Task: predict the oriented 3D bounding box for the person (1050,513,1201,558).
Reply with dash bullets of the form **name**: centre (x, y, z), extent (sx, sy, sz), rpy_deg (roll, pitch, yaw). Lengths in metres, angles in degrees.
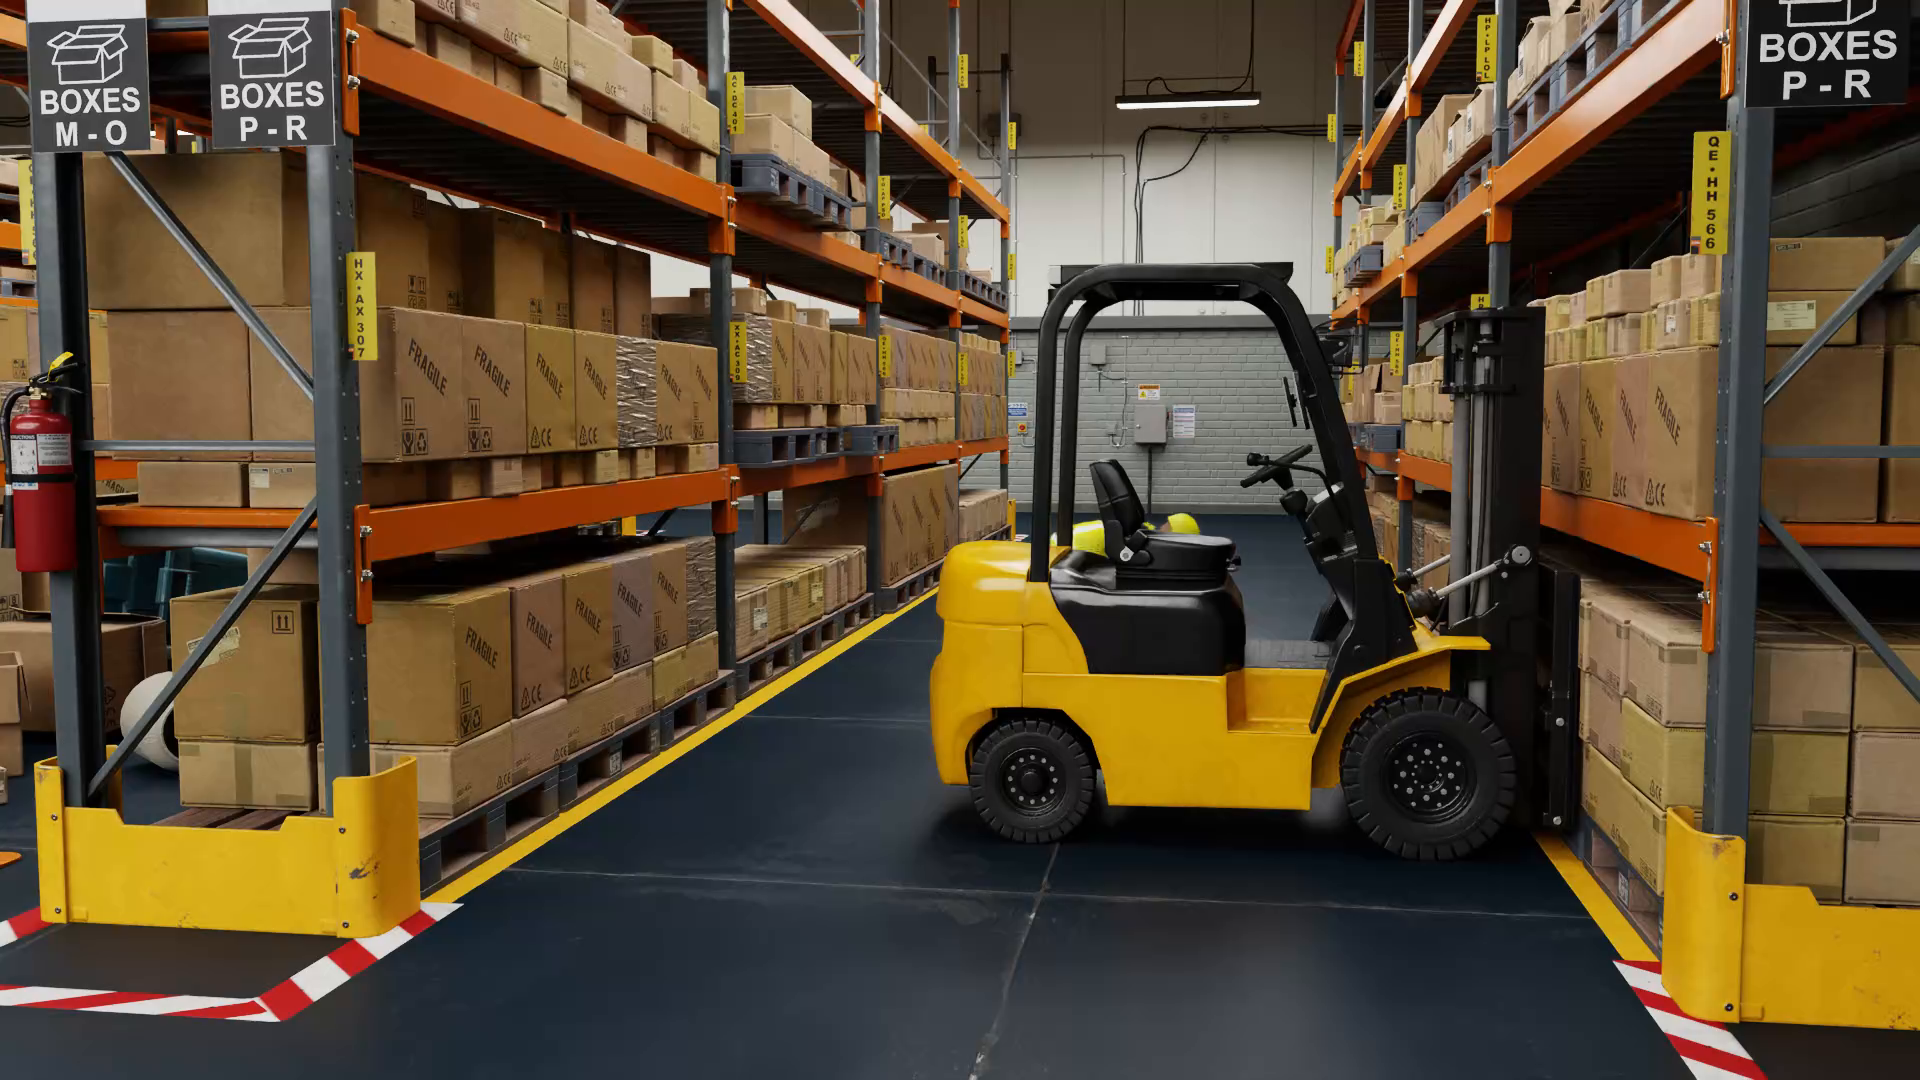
- **person**: centre (0.878, 0.366, 9.455), extent (0.966, 1.042, 0.517), rpy_deg (0, 4, 6)
